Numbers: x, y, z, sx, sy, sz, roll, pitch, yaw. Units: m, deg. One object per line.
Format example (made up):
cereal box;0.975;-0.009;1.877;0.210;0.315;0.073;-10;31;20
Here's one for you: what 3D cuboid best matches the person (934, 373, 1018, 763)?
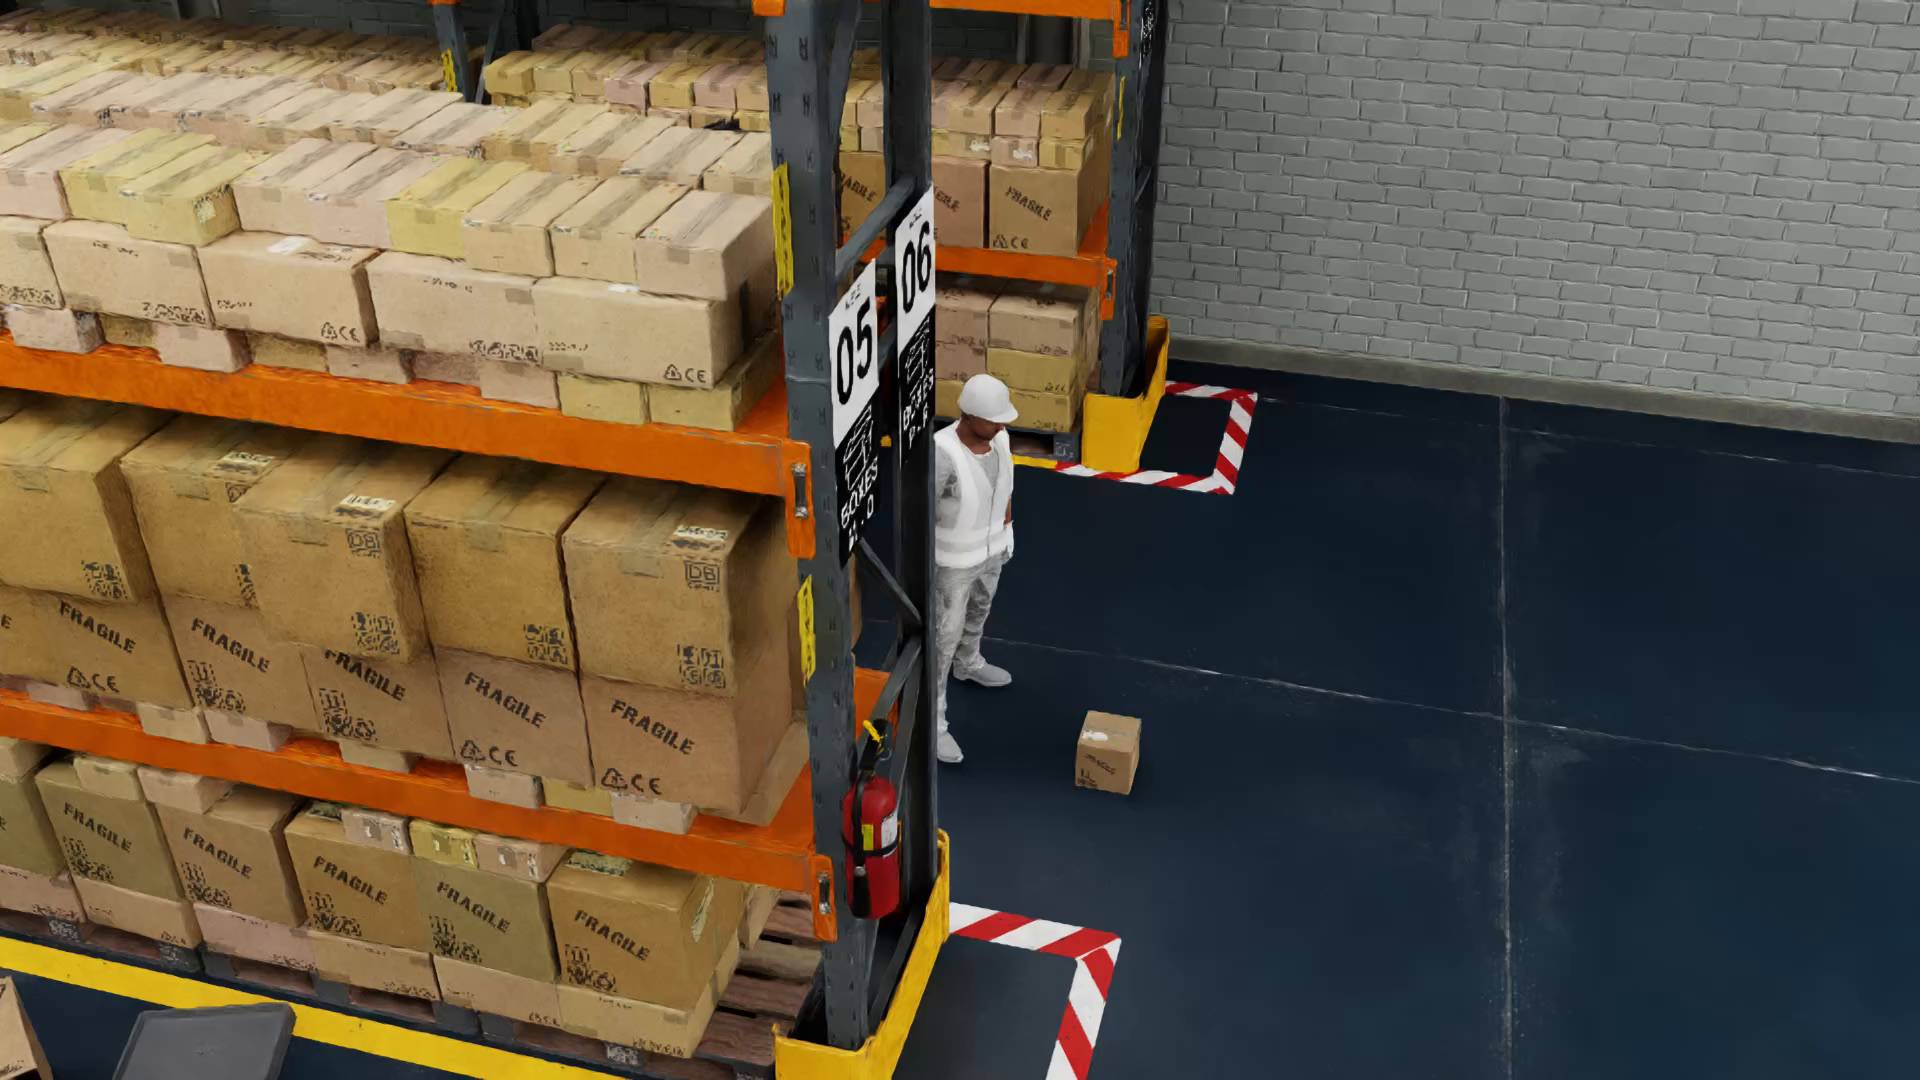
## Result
person;0.019;0.079;7.493;0.534;1.768;0.745;26;41;35
